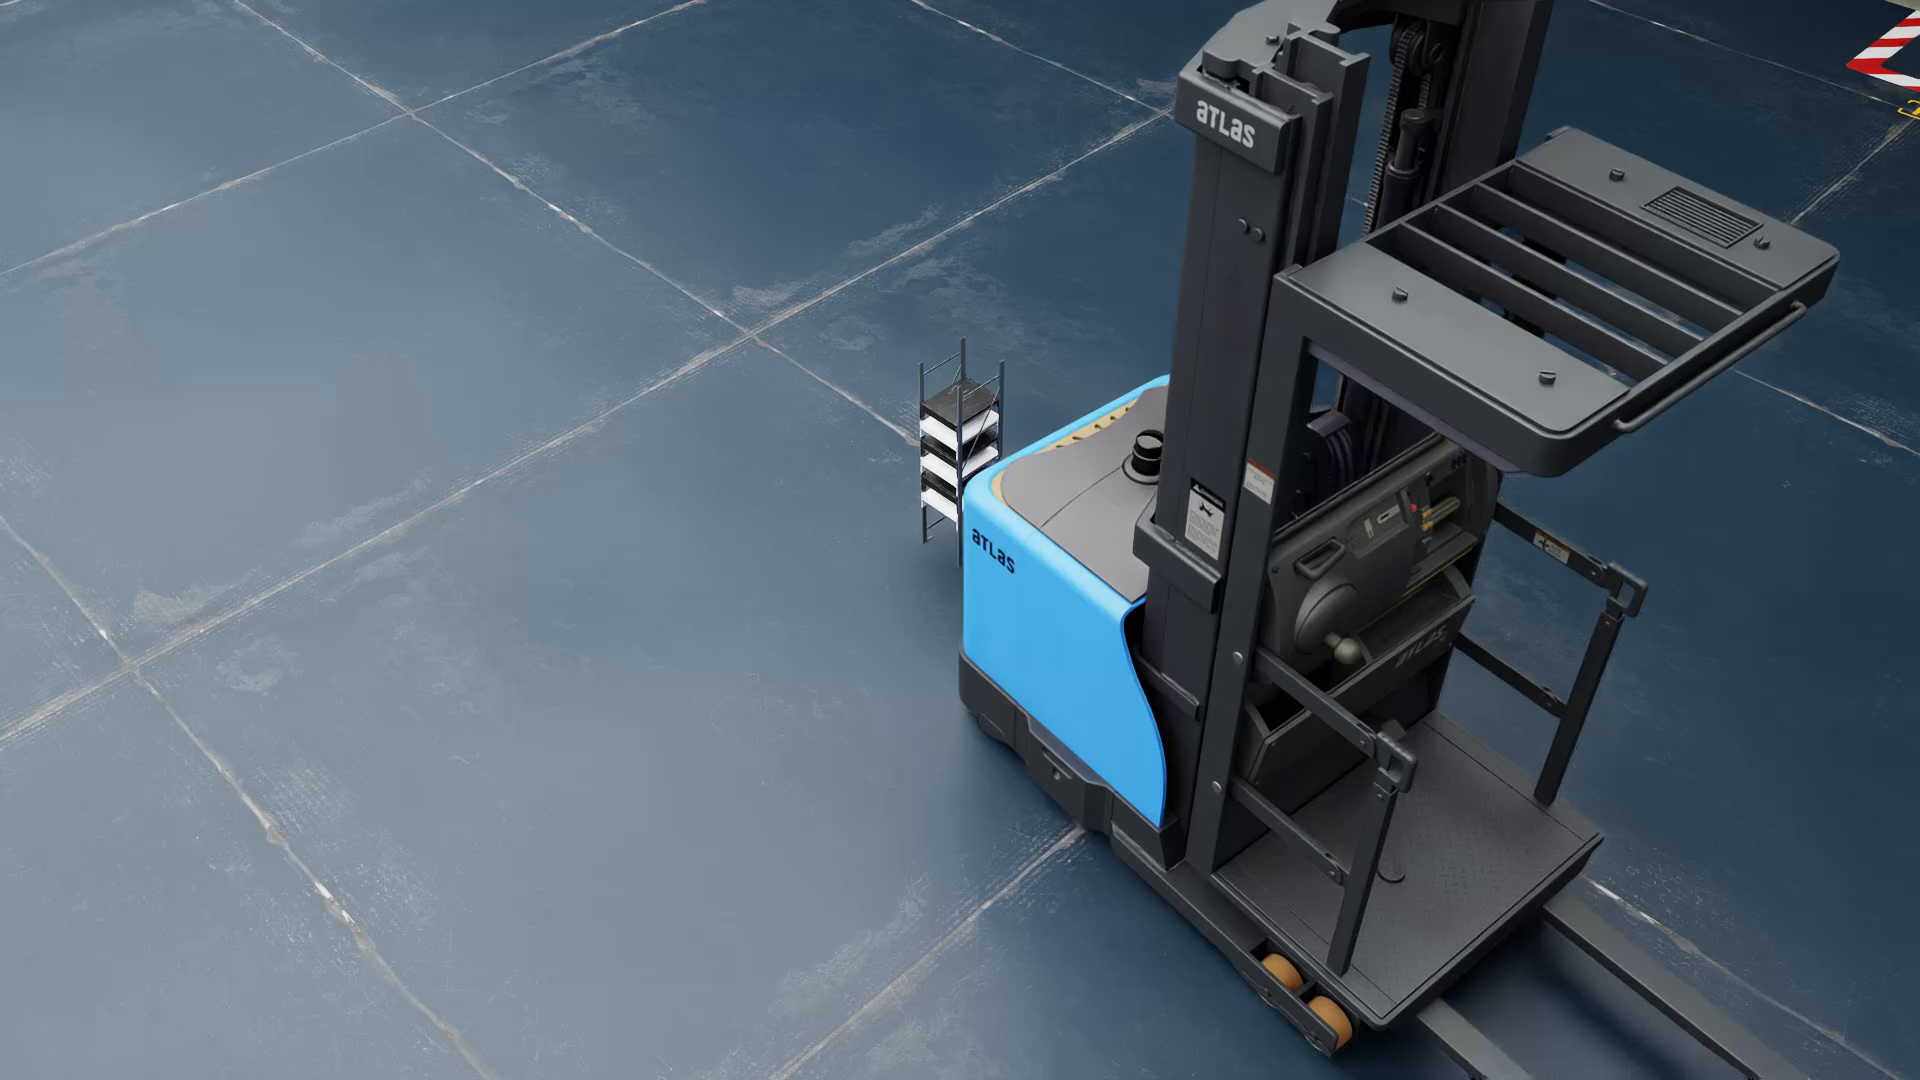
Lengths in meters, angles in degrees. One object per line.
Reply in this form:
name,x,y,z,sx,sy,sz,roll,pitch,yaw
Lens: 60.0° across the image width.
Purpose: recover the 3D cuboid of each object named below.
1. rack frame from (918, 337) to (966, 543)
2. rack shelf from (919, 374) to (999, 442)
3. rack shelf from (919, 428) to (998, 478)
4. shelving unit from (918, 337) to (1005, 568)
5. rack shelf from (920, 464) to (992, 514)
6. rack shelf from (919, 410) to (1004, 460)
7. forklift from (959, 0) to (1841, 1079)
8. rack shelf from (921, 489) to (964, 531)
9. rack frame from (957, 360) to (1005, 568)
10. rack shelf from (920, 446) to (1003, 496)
rack frame,-0.066,-0.375,6.493,0.240,0.900,0.006,-34,53,-31
rack shelf,0.006,-0.500,6.280,0.258,0.077,0.200,-34,53,-31
rack shelf,0.006,-0.368,6.402,0.258,0.077,0.200,-34,53,-31
shelving unit,0.006,-0.327,6.440,0.258,0.900,0.210,-34,53,-31
rack shelf,0.006,-0.236,6.524,0.258,0.077,0.200,-34,53,-31
rack shelf,0.006,-0.434,6.341,0.258,0.077,0.200,-34,53,-31
forklift,1.316,0.089,4.494,1.130,2.935,3.031,-29,50,-28
rack shelf,0.006,-0.170,6.585,0.258,0.077,0.200,-34,53,-31
rack frame,0.078,-0.278,6.388,0.240,0.900,0.006,-34,53,-31
rack shelf,0.006,-0.302,6.463,0.258,0.077,0.200,-34,53,-31
